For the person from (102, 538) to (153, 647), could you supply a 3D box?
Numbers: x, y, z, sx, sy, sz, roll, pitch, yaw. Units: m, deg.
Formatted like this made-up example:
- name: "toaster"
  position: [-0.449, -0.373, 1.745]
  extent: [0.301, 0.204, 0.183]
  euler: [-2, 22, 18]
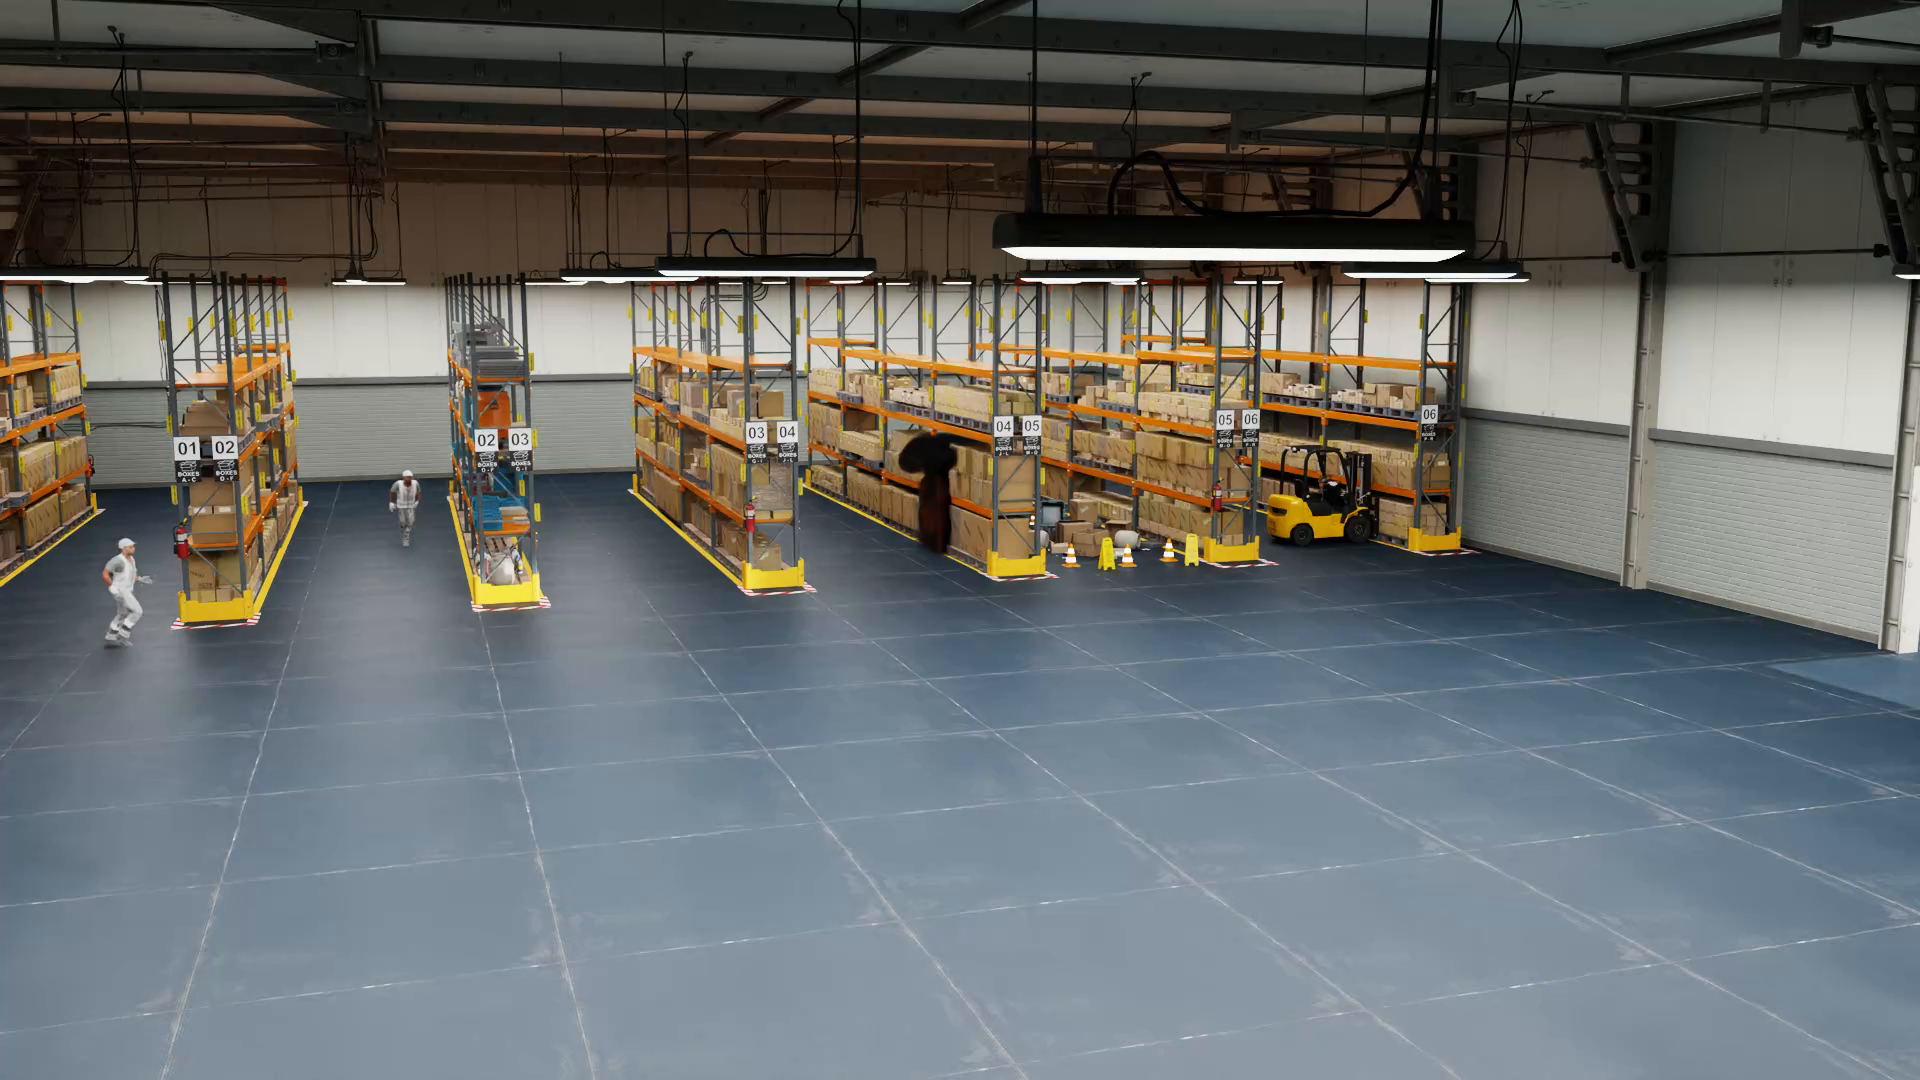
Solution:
- name: "person"
  position: [-13.415, 0.852, 26.717]
  extent: [0.781, 1.772, 0.605]
  euler: [-1, 9, -5]

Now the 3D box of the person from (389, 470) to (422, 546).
- name: "person"
  position: [-12.419, -0.731, 37.280]
  extent: [0.687, 1.707, 0.707]
  euler: [-6, 10, -33]
